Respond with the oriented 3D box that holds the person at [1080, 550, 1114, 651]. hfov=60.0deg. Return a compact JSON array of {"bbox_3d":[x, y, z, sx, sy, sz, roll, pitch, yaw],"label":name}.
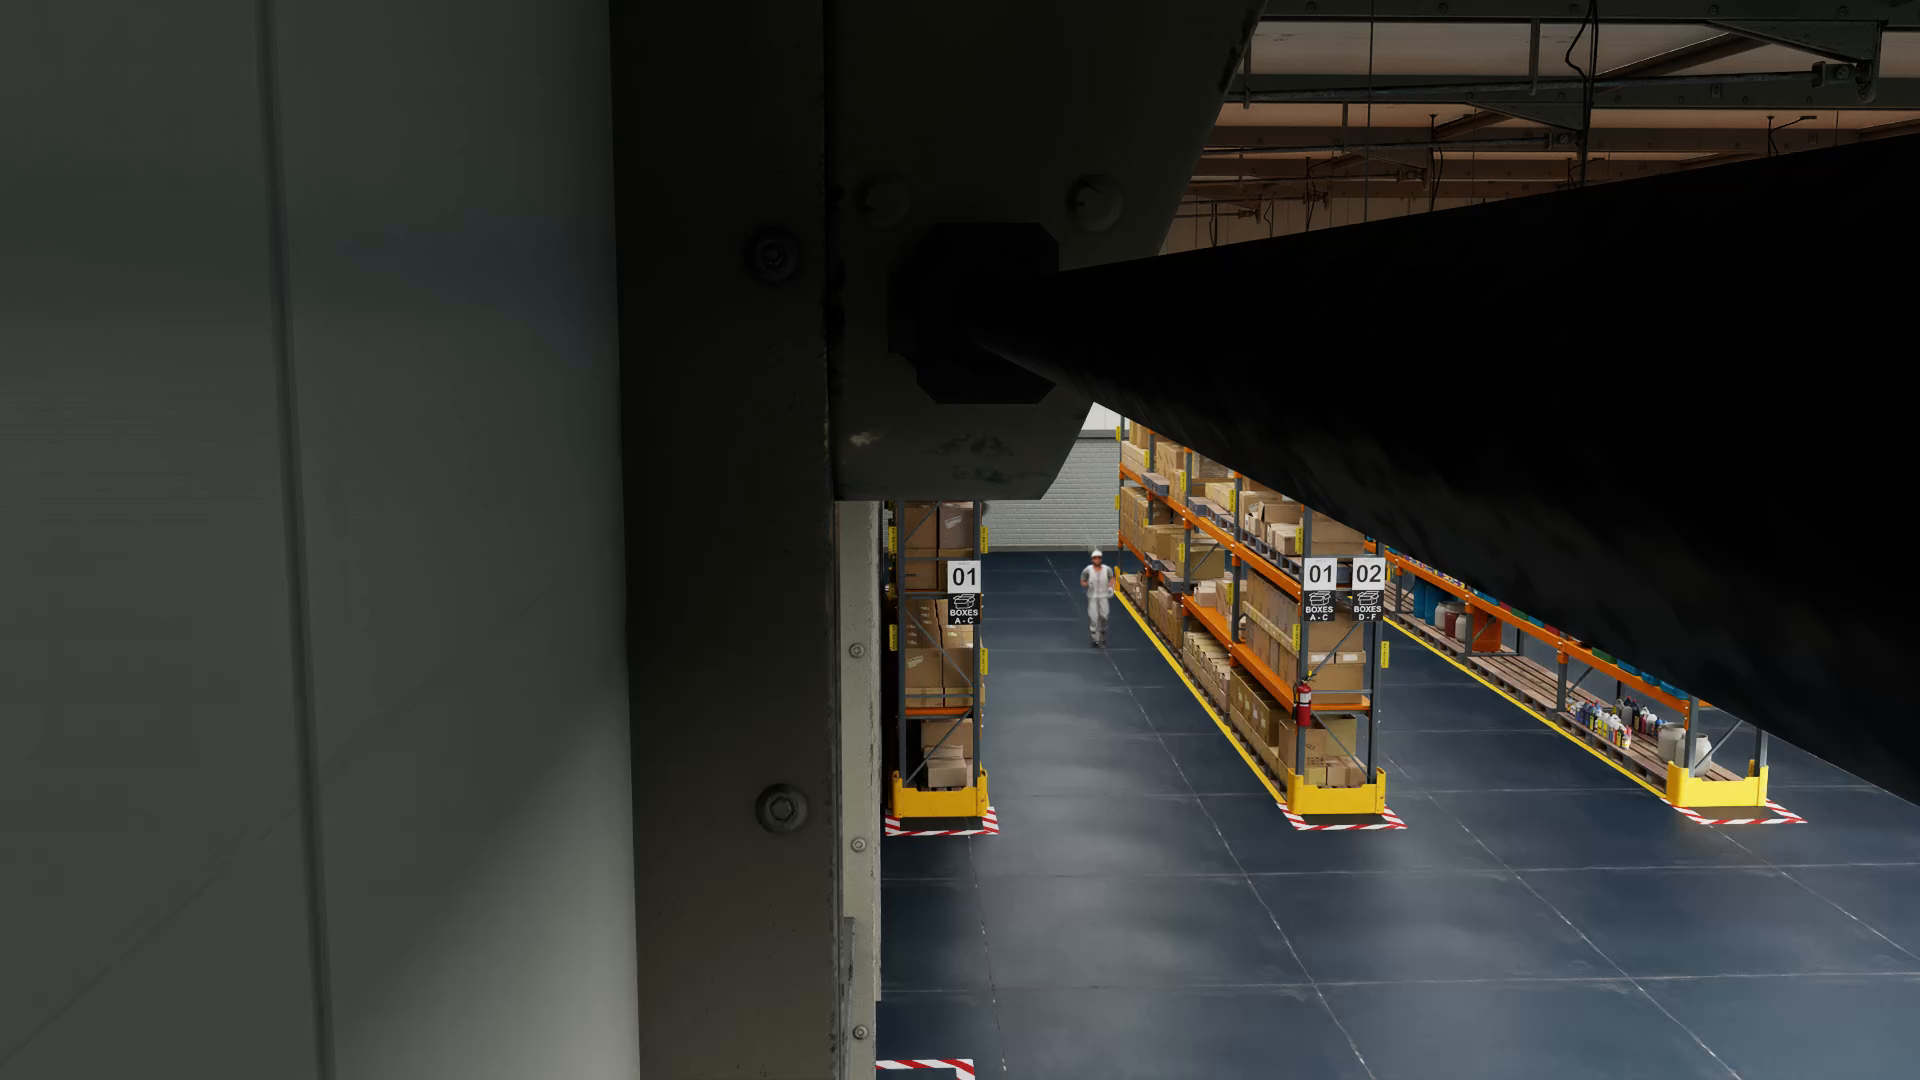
[{"bbox_3d":[2.510,1.097,30.334,0.629,1.831,0.754,0,8,2],"label":"person"}]
